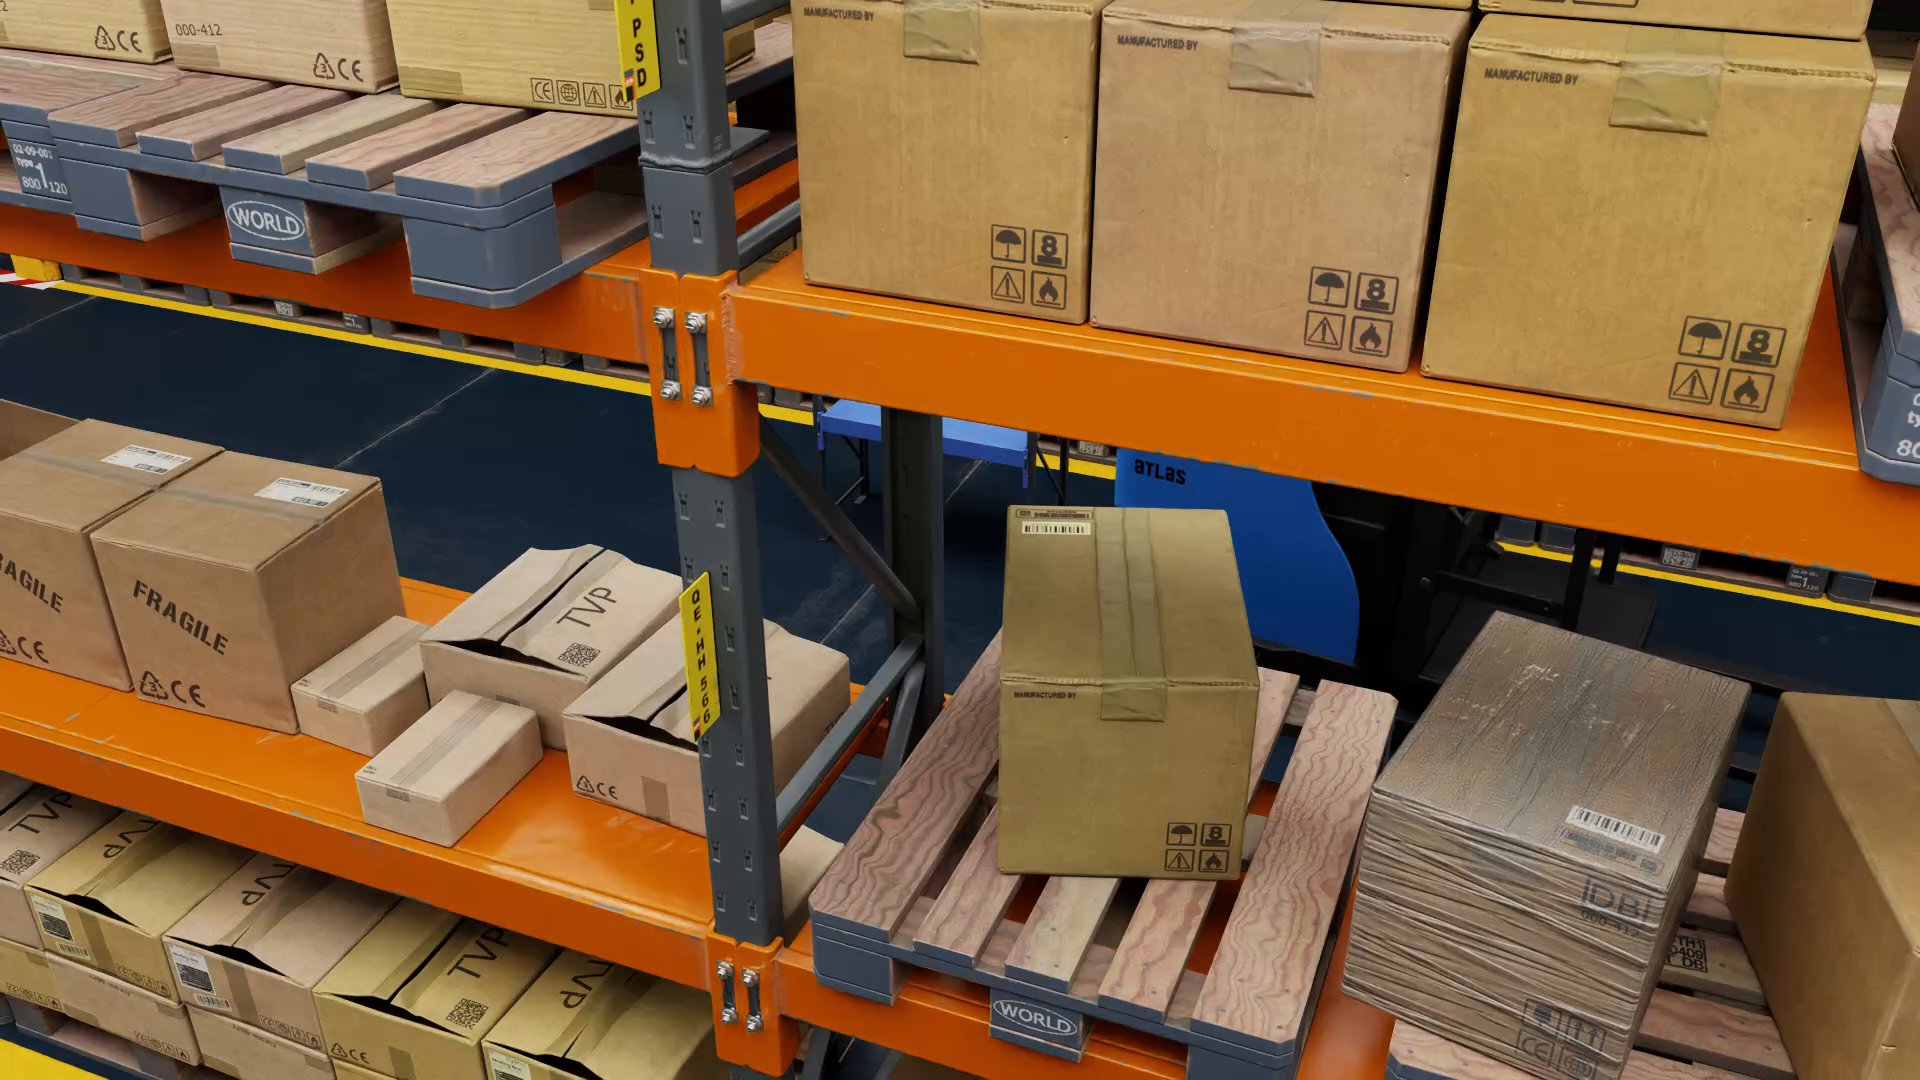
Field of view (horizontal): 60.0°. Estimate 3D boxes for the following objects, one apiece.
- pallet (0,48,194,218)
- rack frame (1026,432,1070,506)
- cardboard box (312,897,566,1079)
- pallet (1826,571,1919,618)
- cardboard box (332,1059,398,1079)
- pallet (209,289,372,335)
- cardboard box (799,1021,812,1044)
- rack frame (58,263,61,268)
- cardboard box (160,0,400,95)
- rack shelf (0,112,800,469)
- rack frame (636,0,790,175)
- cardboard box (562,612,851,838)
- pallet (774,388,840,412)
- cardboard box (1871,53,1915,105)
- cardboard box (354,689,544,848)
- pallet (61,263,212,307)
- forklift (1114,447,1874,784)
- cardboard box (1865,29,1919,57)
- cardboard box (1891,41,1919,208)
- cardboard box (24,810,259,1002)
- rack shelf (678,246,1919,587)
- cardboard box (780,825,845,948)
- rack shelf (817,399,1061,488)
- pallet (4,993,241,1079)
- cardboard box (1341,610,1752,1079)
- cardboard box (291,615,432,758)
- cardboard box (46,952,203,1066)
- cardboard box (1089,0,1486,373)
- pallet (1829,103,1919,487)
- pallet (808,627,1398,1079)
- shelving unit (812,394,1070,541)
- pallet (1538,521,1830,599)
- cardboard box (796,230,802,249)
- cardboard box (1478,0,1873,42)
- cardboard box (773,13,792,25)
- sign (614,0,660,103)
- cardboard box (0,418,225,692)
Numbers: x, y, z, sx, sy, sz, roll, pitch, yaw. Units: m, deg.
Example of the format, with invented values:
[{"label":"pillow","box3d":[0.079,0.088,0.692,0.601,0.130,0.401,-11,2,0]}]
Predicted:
[{"label":"pallet","box3d":[-1.983,-1.041,3.686,1.213,0.211,1.003,13,32,21]},{"label":"rack frame","box3d":[0.392,-0.575,7.242,0.032,1.500,0.500,11,31,19]},{"label":"cardboard box","box3d":[-1.345,1.165,4.437,0.500,0.311,0.500,11,31,18]},{"label":"pallet","box3d":[4.539,0.059,7.430,1.213,0.211,1.003,11,31,19]},{"label":"cardboard box","box3d":[-1.341,1.408,4.579,0.500,0.250,0.500,11,31,19]},{"label":"pallet","box3d":[-3.901,-1.645,10.446,1.213,0.211,1.003,11,31,19]},{"label":"cardboard box","box3d":[-0.658,1.257,4.846,0.500,0.250,0.500,11,31,19]},{"label":"rack frame","box3d":[-5.837,-3.266,10.480,0.127,3.000,1.000,11,31,19]},{"label":"cardboard box","box3d":[-1.217,-1.097,3.320,0.500,0.250,0.500,12,32,20]},{"label":"rack shelf","box3d":[-2.136,-0.889,3.958,4.000,0.370,1.077,11,31,19]},{"label":"rack frame","box3d":[-0.283,-2.138,2.388,0.127,3.000,1.000,11,31,19]},{"label":"cardboard box","box3d":[-0.604,0.425,4.041,0.500,0.311,0.500,13,32,22]},{"label":"pallet","box3d":[-0.274,-0.944,9.205,1.213,0.211,1.003,11,31,19]},{"label":"cardboard box","box3d":[3.811,-1.717,6.554,0.500,0.250,0.500,12,32,20]},{"label":"cardboard box","box3d":[-1.220,0.542,3.998,0.250,0.149,0.380,11,31,19]},{"label":"pallet","box3d":[-5.027,-1.872,10.847,1.213,0.211,1.003,11,31,19]},{"label":"forklift","box3d":[2.133,-0.643,5.909,3.031,2.935,1.130,16,33,25]},{"label":"cardboard box","box3d":[4.001,-1.942,6.952,0.500,0.250,0.500,10,31,17]},{"label":"cardboard box","box3d":[1.747,-0.735,2.323,0.600,0.600,0.600,10,31,17]},{"label":"cardboard box","box3d":[-2.275,0.977,4.771,0.500,0.311,0.500,12,32,20]},{"label":"rack shelf","box3d":[1.570,-0.149,2.649,4.000,0.370,1.077,11,31,19]},{"label":"cardboard box","box3d":[-0.658,1.012,4.708,0.500,0.311,0.500,12,32,21]},{"label":"rack shelf","box3d":[-0.079,-0.512,7.497,1.000,0.185,0.538,11,31,19]},{"label":"pallet","box3d":[-2.158,1.291,5.252,1.213,0.211,1.003,11,31,19]},{"label":"cardboard box","box3d":[1.119,0.568,3.168,0.500,0.500,0.700,18,34,28]},{"label":"cardboard box","box3d":[-1.486,0.372,4.298,0.250,0.149,0.380,14,32,23]},{"label":"cardboard box","box3d":[-2.284,1.219,4.912,0.500,0.250,0.500,12,32,20]},{"label":"cardboard box","box3d":[0.607,-0.716,2.819,0.500,0.500,0.910,11,31,19]},{"label":"pallet","box3d":[1.883,-0.354,2.470,1.003,0.211,1.213,11,31,19]},{"label":"pallet","box3d":[0.372,0.650,3.746,1.003,0.211,1.213,11,31,19]},{"label":"shelving unit","box3d":[-0.079,-0.669,7.409,1.048,1.500,0.538,11,31,19]},{"label":"pallet","box3d":[3.405,-0.166,7.828,1.213,0.211,1.003,11,31,19]},{"label":"cardboard box","box3d":[-0.549,-1.653,8.957,0.500,0.250,0.500,10,31,18]},{"label":"cardboard box","box3d":[1.064,-1.039,2.374,0.500,0.500,0.500,11,31,19]},{"label":"cardboard box","box3d":[-0.535,-2.437,8.465,0.500,0.500,0.700,16,33,26]},{"label":"sign","box3d":[-0.499,-0.841,2.535,0.005,0.325,0.100,11,31,19]},{"label":"cardboard box","box3d":[-2.332,0.029,4.548,0.500,0.500,0.500,11,31,19]}]
